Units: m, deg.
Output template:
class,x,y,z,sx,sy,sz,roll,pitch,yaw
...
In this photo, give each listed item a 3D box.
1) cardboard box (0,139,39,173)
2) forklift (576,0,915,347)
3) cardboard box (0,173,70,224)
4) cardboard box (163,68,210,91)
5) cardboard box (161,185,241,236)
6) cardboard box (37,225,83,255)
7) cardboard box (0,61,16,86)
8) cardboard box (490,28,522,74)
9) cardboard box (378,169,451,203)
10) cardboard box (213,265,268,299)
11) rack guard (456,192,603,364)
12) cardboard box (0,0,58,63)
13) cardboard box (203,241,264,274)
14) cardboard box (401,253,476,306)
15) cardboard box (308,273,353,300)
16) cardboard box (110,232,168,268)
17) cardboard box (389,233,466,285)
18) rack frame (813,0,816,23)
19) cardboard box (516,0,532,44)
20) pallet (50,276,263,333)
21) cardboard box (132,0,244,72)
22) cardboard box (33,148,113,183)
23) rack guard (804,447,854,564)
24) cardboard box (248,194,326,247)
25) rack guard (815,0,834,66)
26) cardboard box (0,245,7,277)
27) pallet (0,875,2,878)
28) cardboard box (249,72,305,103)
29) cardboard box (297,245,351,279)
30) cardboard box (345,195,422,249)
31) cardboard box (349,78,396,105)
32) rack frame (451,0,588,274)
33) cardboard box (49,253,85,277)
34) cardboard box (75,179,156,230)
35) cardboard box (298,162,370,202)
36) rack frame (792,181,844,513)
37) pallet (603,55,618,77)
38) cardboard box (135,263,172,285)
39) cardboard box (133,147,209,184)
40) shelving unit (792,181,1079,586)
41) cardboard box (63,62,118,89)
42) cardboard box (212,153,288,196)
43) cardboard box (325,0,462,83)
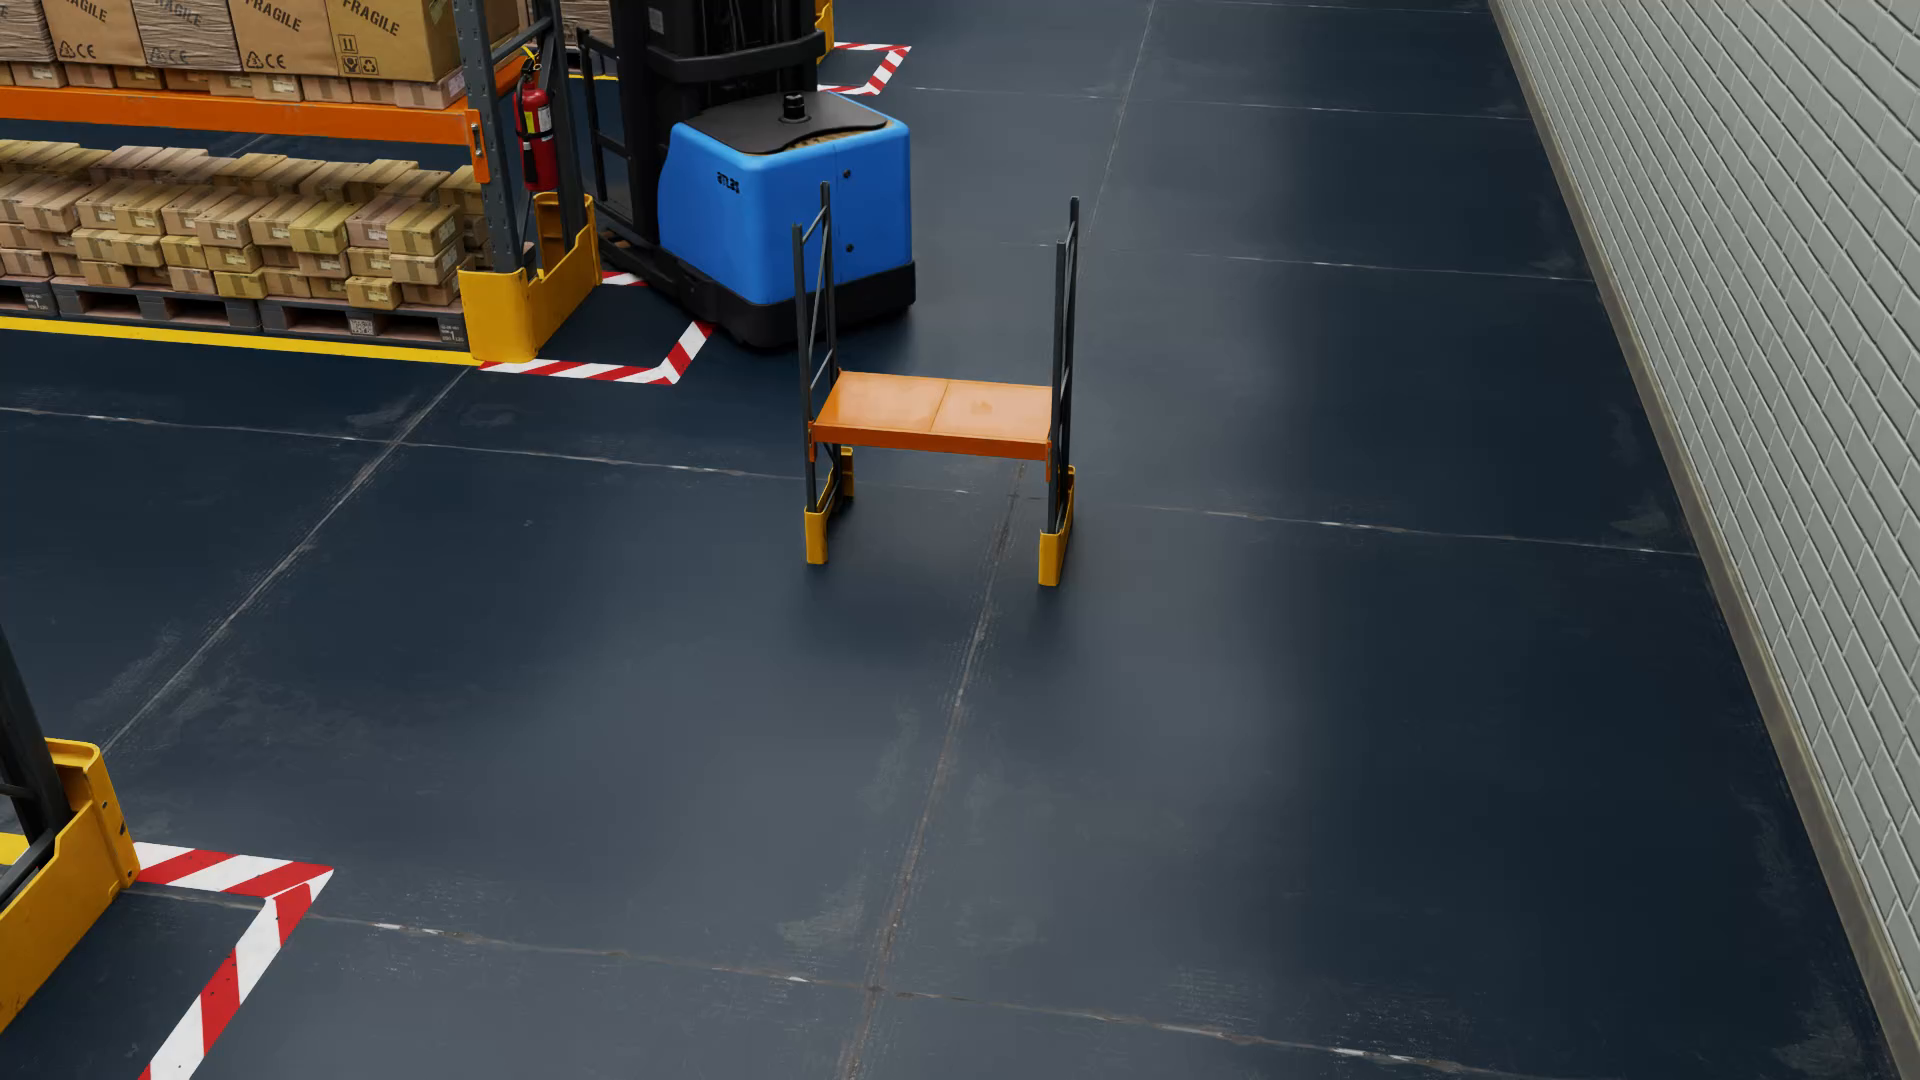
class,x,y,z,sx,sy,sz,roll,pitch,yaw
cardboard box,-5.546,-2.187,9.648,0.250,0.149,0.380,6,32,9
forklift,-1.540,-2.977,9.244,1.130,2.935,3.031,-22,38,-31
cardboard box,-5.114,-1.882,9.160,0.250,0.149,0.380,4,32,7
cardboard box,-3.880,-2.442,8.561,0.250,0.149,0.380,4,32,6
cardboard box,-4.095,-1.785,9.004,0.250,0.149,0.380,4,32,7
cardboard box,-4.852,-1.718,9.179,0.250,0.149,0.380,7,33,10
cardboard box,-4.931,-2.496,8.647,0.250,0.149,0.380,6,33,9
cardboard box,-2.520,-2.600,8.814,0.250,0.149,0.380,5,32,8
cardboard box,-3.007,-1.914,9.212,0.250,0.149,0.380,6,33,9
cardboard box,-3.834,-1.458,9.043,0.250,0.149,0.380,4,32,6
rack guard,-2.331,-1.454,9.101,0.348,0.500,1.175,5,32,8
cardboard box,-4.774,-2.752,8.444,0.500,0.500,0.500,5,32,7
cardboard box,-3.849,-1.585,8.966,0.250,0.149,0.380,6,32,9
cardboard box,-2.810,-1.414,8.973,0.250,0.149,0.380,6,32,9
cardboard box,-3.326,-1.452,9.034,0.250,0.149,0.380,5,32,8
cardboard box,-4.375,-1.627,9.034,0.250,0.149,0.380,5,32,9
cardboard box,-2.824,-1.500,8.830,0.250,0.149,0.380,4,32,7
rack frame,-1.322,-5.091,12.557,0.127,3.000,1.000,5,32,8
cardboard box,-3.741,-4.545,13.290,0.875,0.875,0.875,5,32,8
pallet,-4.325,-1.532,9.499,1.213,0.211,1.003,5,32,8
cardboard box,-3.750,-2.669,8.313,0.500,0.500,0.500,5,32,8
cardboard box,-5.057,-2.105,9.516,0.250,0.149,0.380,6,33,10
rack guard,-0.566,-0.157,7.266,0.087,0.250,0.587,5,32,8
cardboard box,-3.580,-1.708,8.882,0.250,0.149,0.380,4,32,6
rack guard,-1.298,-4.030,13.217,0.348,0.500,1.175,5,32,8
cardboard box,-5.378,-1.614,9.292,0.250,0.149,0.380,5,32,8
pallet,-3.790,1.243,5.065,1.213,0.211,1.003,5,32,8
cardboard box,-3.369,-2.348,8.411,0.250,0.149,0.380,6,33,10
cardboard box,-3.337,-1.545,8.902,0.250,0.149,0.380,4,32,6
cardboard box,-3.058,-1.695,8.862,0.250,0.149,0.380,6,33,9
cardboard box,-2.864,-2.323,8.371,0.250,0.149,0.380,5,32,8
rack frame,-2.256,-2.506,8.427,0.127,3.000,1.000,5,32,8
cardboard box,-4.848,-1.611,9.288,0.250,0.149,0.380,4,32,6
cardboard box,-4.595,-1.836,9.086,0.250,0.149,0.380,4,32,6
cardboard box,-3.492,-1.983,9.321,0.250,0.149,0.380,4,32,6
rack frame,-0.585,-0.689,6.937,0.032,1.500,0.500,5,32,8
pallet,-2.123,-3.940,13.345,1.213,0.211,1.003,5,32,8
cardboard box,-4.337,-1.554,9.197,0.250,0.149,0.380,6,33,10
cardboard box,-4.506,-2.112,9.527,0.250,0.149,0.380,4,32,6
shelving unit,-0.075,-0.643,6.863,1.083,1.500,0.587,5,32,8
cardboard box,-4.396,-2.469,8.604,0.250,0.149,0.380,6,33,10
cardboard box,-4.016,-2.060,9.444,0.250,0.149,0.380,6,32,9
cardboard box,-2.742,-2.580,8.171,0.500,0.500,0.500,6,33,9
